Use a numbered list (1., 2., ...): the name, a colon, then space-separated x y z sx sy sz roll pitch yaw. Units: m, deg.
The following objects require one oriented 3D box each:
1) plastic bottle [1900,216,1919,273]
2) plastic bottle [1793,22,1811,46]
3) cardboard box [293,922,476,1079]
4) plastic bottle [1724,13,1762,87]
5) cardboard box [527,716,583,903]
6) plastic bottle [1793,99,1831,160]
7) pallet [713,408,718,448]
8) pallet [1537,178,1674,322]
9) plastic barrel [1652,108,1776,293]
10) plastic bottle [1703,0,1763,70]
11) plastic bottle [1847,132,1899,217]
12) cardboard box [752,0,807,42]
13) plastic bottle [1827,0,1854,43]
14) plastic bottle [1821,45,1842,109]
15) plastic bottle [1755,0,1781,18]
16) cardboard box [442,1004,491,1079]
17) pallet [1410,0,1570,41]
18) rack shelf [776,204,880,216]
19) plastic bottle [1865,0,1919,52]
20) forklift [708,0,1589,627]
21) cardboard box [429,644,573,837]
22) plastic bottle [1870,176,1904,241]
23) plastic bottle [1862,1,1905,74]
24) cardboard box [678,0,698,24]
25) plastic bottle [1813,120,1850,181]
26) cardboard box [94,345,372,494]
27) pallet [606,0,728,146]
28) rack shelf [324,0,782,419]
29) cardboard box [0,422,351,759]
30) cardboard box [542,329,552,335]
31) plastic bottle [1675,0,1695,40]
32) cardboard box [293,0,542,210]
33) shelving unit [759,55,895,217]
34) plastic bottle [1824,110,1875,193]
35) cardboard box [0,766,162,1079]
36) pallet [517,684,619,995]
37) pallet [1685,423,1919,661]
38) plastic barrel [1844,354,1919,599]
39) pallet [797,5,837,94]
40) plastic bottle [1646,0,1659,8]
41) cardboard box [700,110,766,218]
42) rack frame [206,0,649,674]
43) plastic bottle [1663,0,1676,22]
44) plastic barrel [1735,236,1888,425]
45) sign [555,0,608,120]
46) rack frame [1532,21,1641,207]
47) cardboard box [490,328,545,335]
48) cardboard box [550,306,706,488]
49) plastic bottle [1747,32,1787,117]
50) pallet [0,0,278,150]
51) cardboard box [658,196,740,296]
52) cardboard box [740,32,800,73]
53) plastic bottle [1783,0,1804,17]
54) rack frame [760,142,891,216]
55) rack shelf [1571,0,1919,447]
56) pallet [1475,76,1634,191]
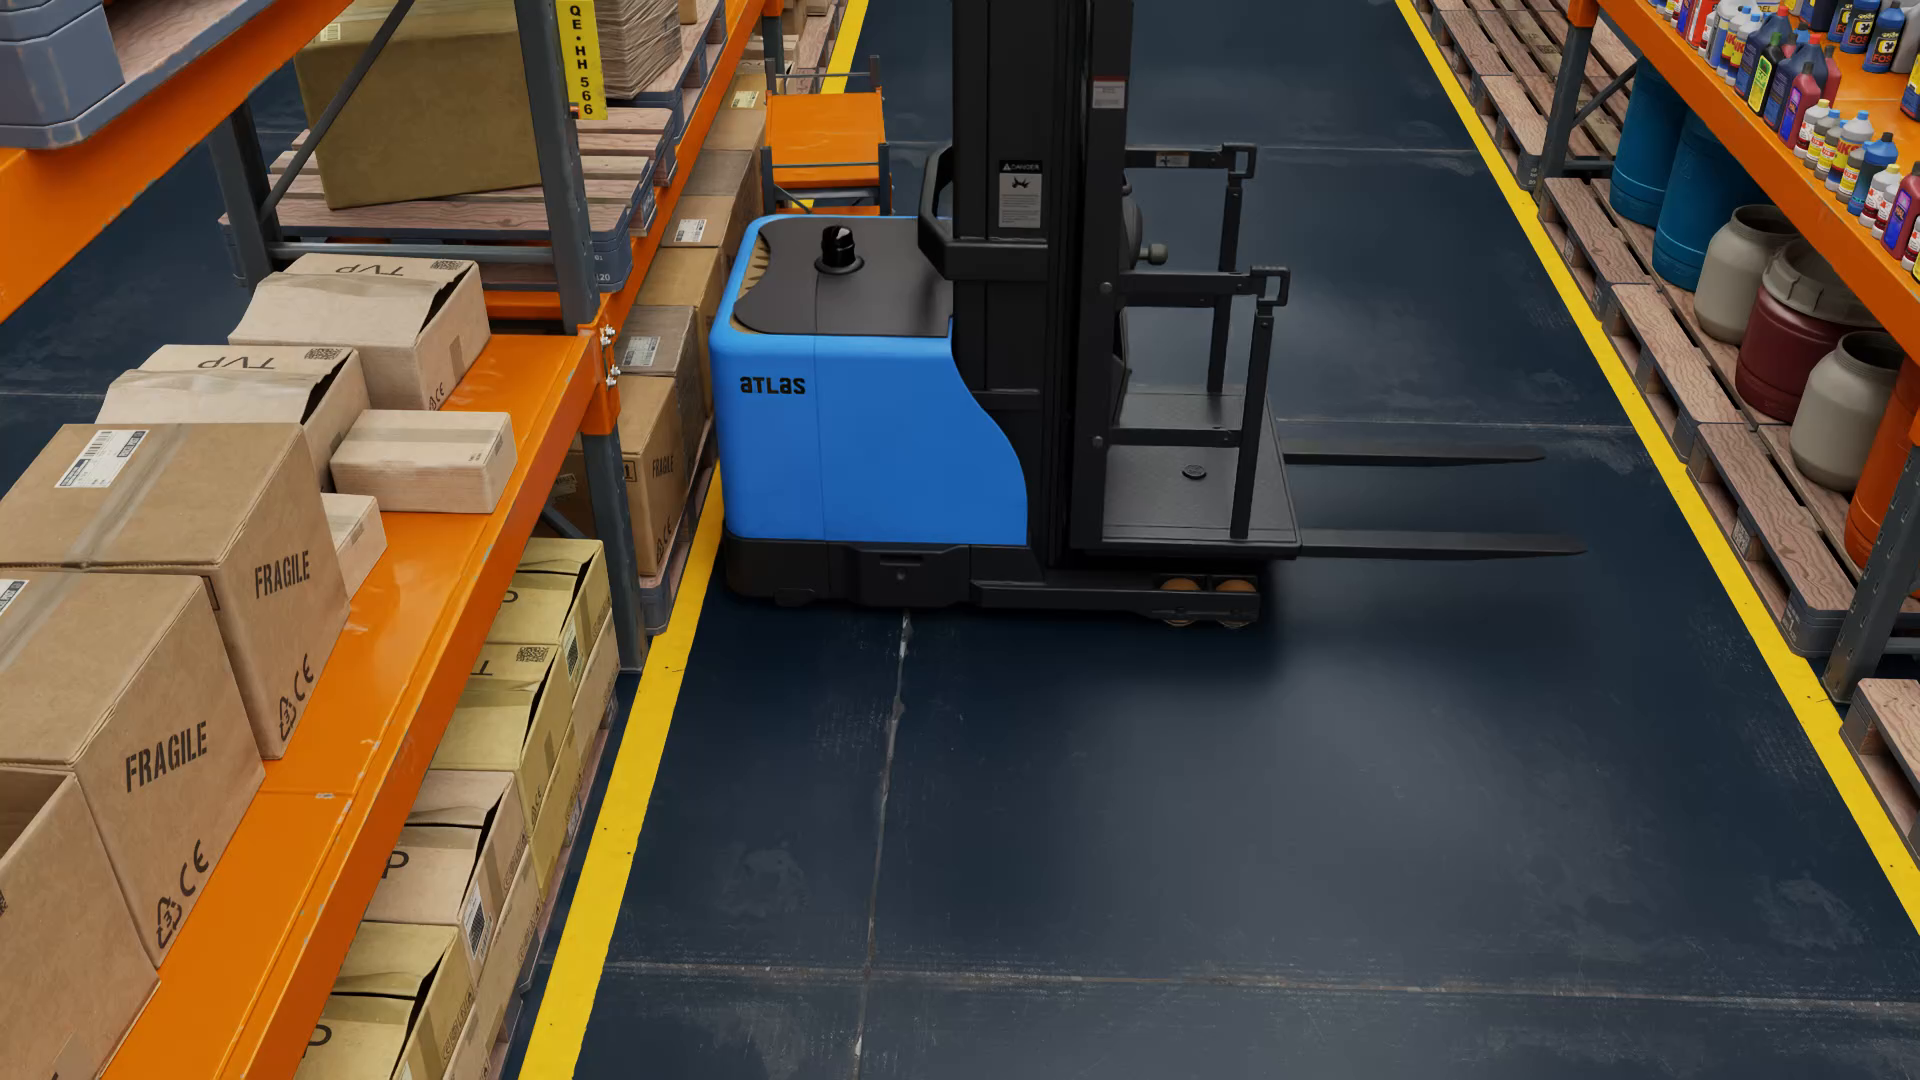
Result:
1. plastic bottle: 2.993 -0.933 5.142 0.097 0.201 0.097 0 35 0
2. plastic bottle: 3.200 -1.848 6.383 0.097 0.271 0.097 0 35 0
3. cardboard box: -1.403 1.084 3.637 0.500 0.311 0.500 2 35 3
4. plastic bottle: 3.059 -1.908 6.467 0.097 0.271 0.097 0 35 0
5. cardboard box: -1.363 0.734 4.622 0.500 0.250 0.500 1 35 1
6. plastic bottle: 3.030 -1.457 5.888 0.097 0.201 0.097 0 35 0
7. pallet: -1.449 -0.809 7.218 1.003 0.211 1.213 1 35 2
8. pallet: 3.468 -1.421 8.089 1.003 0.211 1.213 1 35 2
9. plastic barrel: 3.474 -1.599 7.376 0.600 0.901 0.708 1 35 2
10. plastic bottle: 3.095 -2.031 6.640 0.152 0.276 0.135 1 35 2
11. plastic bottle: 3.010 -1.206 5.470 0.097 0.271 0.097 0 35 0
12. cardboard box: -1.338 -3.359 10.209 0.797 0.503 0.637 1 35 2
13. plastic bottle: 3.688 -2.210 6.898 0.097 0.271 0.097 0 35 0
14. plastic bottle: 3.168 -1.660 6.105 0.061 0.283 0.133 1 35 2
15. plastic bottle: 3.257 -2.161 6.824 0.152 0.276 0.135 1 35 2
16. cardboard box: -1.404 1.319 3.791 0.500 0.250 0.500 2 35 3
17. pallet: 3.630 -3.689 11.315 1.003 0.211 1.213 1 35 2
18. rack shelf: -0.567 -1.167 7.357 0.538 0.278 1.000 -3 35 -4
19. plastic bottle: 3.808 -2.143 6.798 0.152 0.276 0.135 1 35 2
20. forklift: 0.702 -1.208 5.420 3.031 2.935 1.130 1 35 2
21. cardboard box: -1.358 0.506 4.459 0.500 0.311 0.500 1 35 1
22. plastic bottle: 3.003 -1.066 5.330 0.097 0.201 0.097 0 35 0
23. plastic bottle: 3.673 -2.000 6.599 0.097 0.271 0.097 0 35 0
24. cardboard box: -1.417 -2.317 6.486 0.700 0.500 0.500 -7 36 -10
25. plastic bottle: 3.022 -1.345 5.728 0.097 0.201 0.097 0 35 0
26. cardboard box: -1.798 -0.277 4.113 0.500 0.311 0.500 1 35 1
27. pallet: -1.495 -1.862 6.457 1.003 0.211 1.213 1 35 2
28. rack shelf: -1.488 -1.678 6.654 1.077 0.370 4.000 1 35 2
29. cardboard box: -1.620 0.101 3.411 0.500 0.500 0.500 0 35 -1
30. cardboard box: -1.766 -0.523 6.177 0.500 0.500 0.500 3 35 4
31. plastic bottle: 3.064 -2.246 6.938 0.061 0.283 0.133 1 35 2
32. cardboard box: -1.656 -1.400 5.181 0.700 0.500 0.500 -10 36 -14
33. shelving unit: -0.567 -1.367 7.217 0.538 1.125 1.048 -3 35 -4
34. plastic bottle: 3.018 -1.318 5.629 0.097 0.271 0.097 0 35 0
35. cardboard box: -1.661 0.691 2.571 0.500 0.500 0.500 4 35 5
36. pallet: -1.641 0.790 4.942 1.003 0.211 1.213 1 35 2
37. pallet: 3.370 -0.019 6.094 1.003 0.211 1.213 1 35 2
38. plastic barrel: 3.383 -0.272 5.550 0.600 0.830 0.708 1 35 2
39. pallet: -1.333 -3.077 10.445 1.003 0.211 1.213 1 35 2
40. plastic bottle: 3.127 -2.486 7.287 0.152 0.276 0.135 1 35 2
41. cardboard box: -1.170 -1.704 7.858 0.500 0.500 0.500 1 35 2
42. rack frame: -1.569 -0.823 4.812 1.000 3.000 0.127 1 35 2
43. plastic bottle: 3.091 -2.334 7.135 0.097 0.201 0.097 0 35 0
44. plastic barrel: 3.428 -0.822 6.543 0.600 0.588 0.708 1 35 2
45. sign: -1.014 -1.286 4.464 0.100 0.325 0.005 1 35 2
46. rack frame: 3.541 -3.004 7.916 1.000 3.000 0.127 1 35 2
47. cardboard box: -1.768 -0.862 6.007 0.500 0.250 0.500 3 35 4
48. cardboard box: -1.250 -0.536 6.195 0.500 0.500 0.500 0 35 0
49. plastic bottle: 3.029 -1.740 6.219 0.061 0.283 0.133 1 35 2
50. pallet: -1.549 -0.938 2.532 1.003 0.211 1.213 3 35 4
51. cardboard box: -1.209 -1.124 7.032 0.500 0.500 0.500 0 35 0
52. cardboard box: -1.150 -2.875 9.814 0.380 0.166 0.250 1 35 2
53. plastic bottle: 3.687 -2.452 7.173 0.144 0.351 0.185 1 35 2
54. rack frame: -0.527 -1.076 6.802 0.500 1.125 0.032 -3 35 -4
55. rack shelf: 3.461 -1.561 6.488 1.077 0.370 4.000 1 35 2
56. pallet: 3.532 -2.287 9.320 1.003 0.211 1.213 1 35 2
